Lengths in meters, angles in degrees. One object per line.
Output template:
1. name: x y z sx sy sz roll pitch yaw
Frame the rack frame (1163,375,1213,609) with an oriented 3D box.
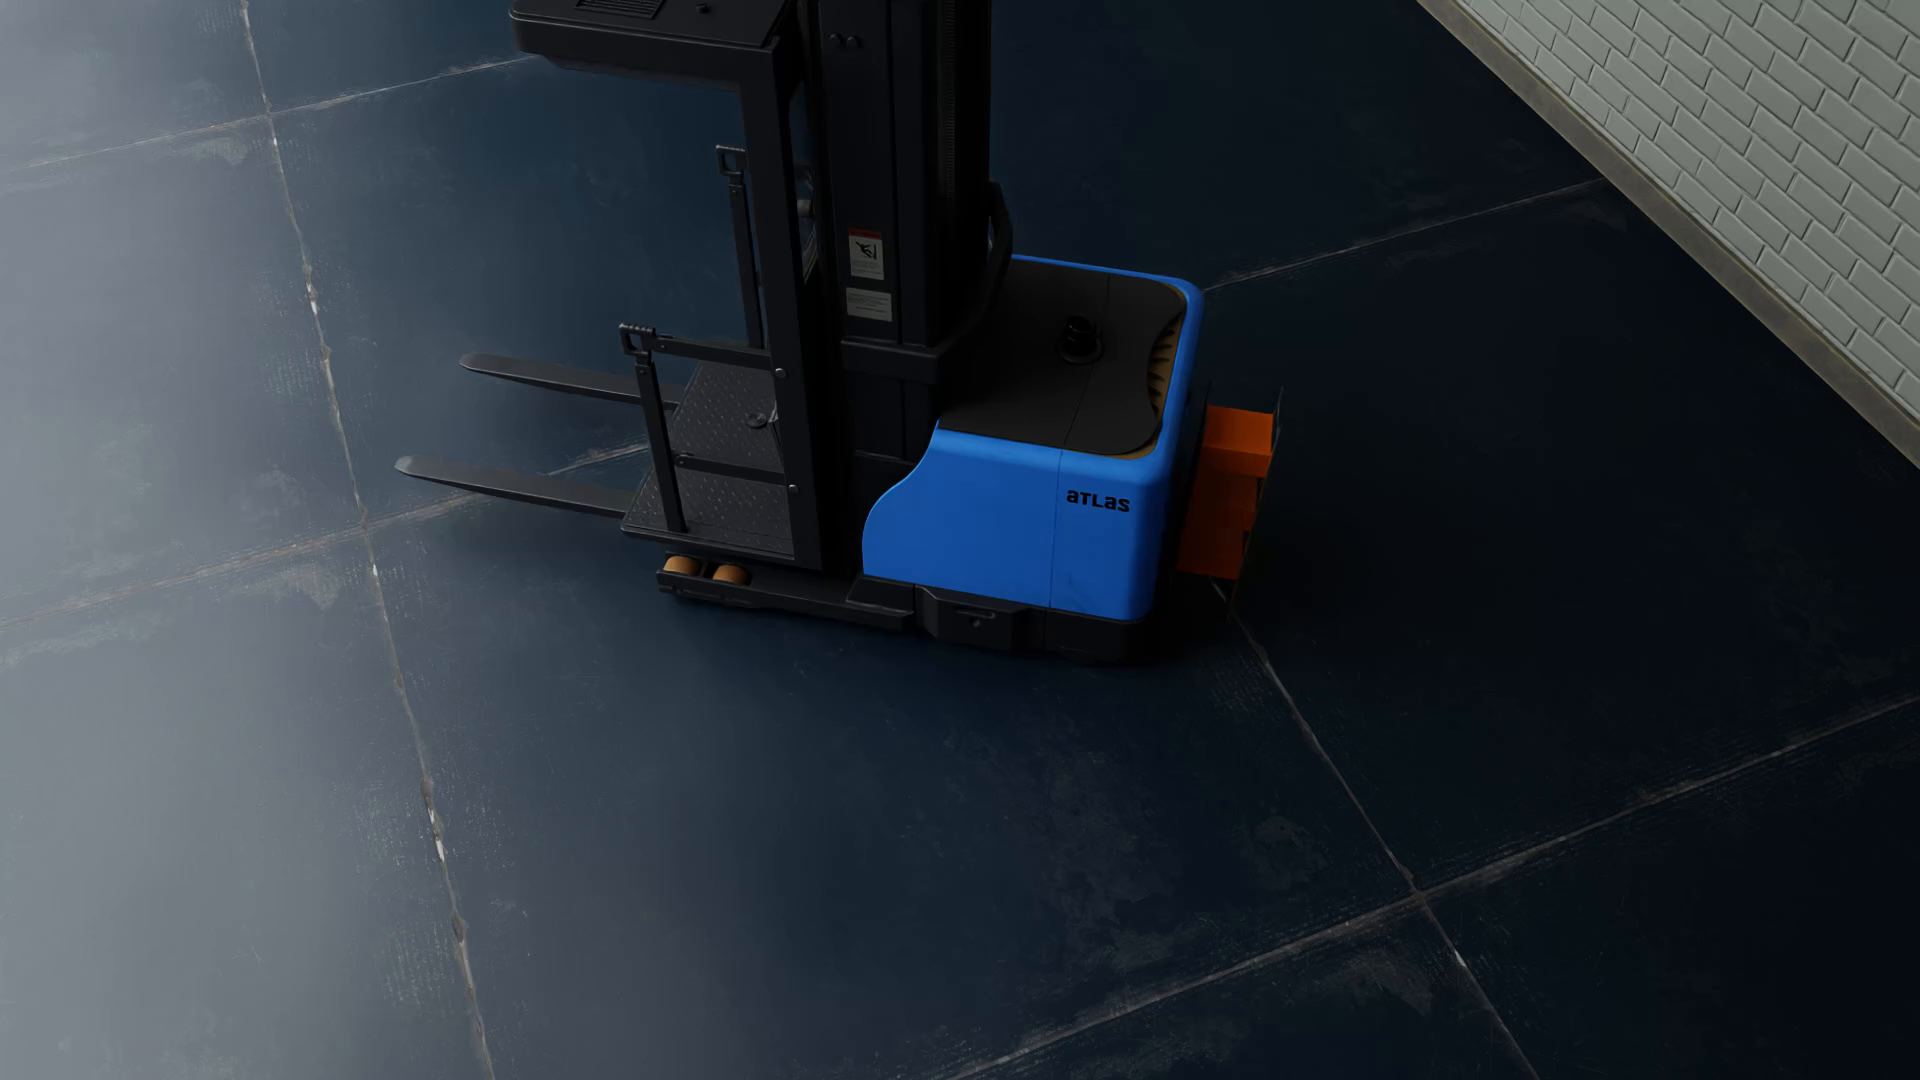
1. rack frame: 0.819 -0.149 6.012 0.008 1.050 0.200 9 50 4

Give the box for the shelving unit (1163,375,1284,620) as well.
1. shelving unit: 0.939 -0.130 6.003 0.252 1.050 0.215 9 50 4

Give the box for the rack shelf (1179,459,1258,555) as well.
1. rack shelf: 0.939 -0.123 6.011 0.240 0.259 0.215 9 50 4

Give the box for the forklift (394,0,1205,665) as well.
1. forklift: -0.678 -1.082 5.588 3.031 2.935 1.130 10 50 8

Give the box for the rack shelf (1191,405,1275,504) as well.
1. rack shelf: 0.951 -0.306 5.795 0.240 0.259 0.215 9 50 4

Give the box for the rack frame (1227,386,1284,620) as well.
1. rack frame: 1.059 -0.111 5.994 0.008 1.050 0.200 9 50 4

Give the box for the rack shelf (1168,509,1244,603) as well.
1. rack shelf: 0.926 0.056 6.223 0.240 0.259 0.215 9 50 4
